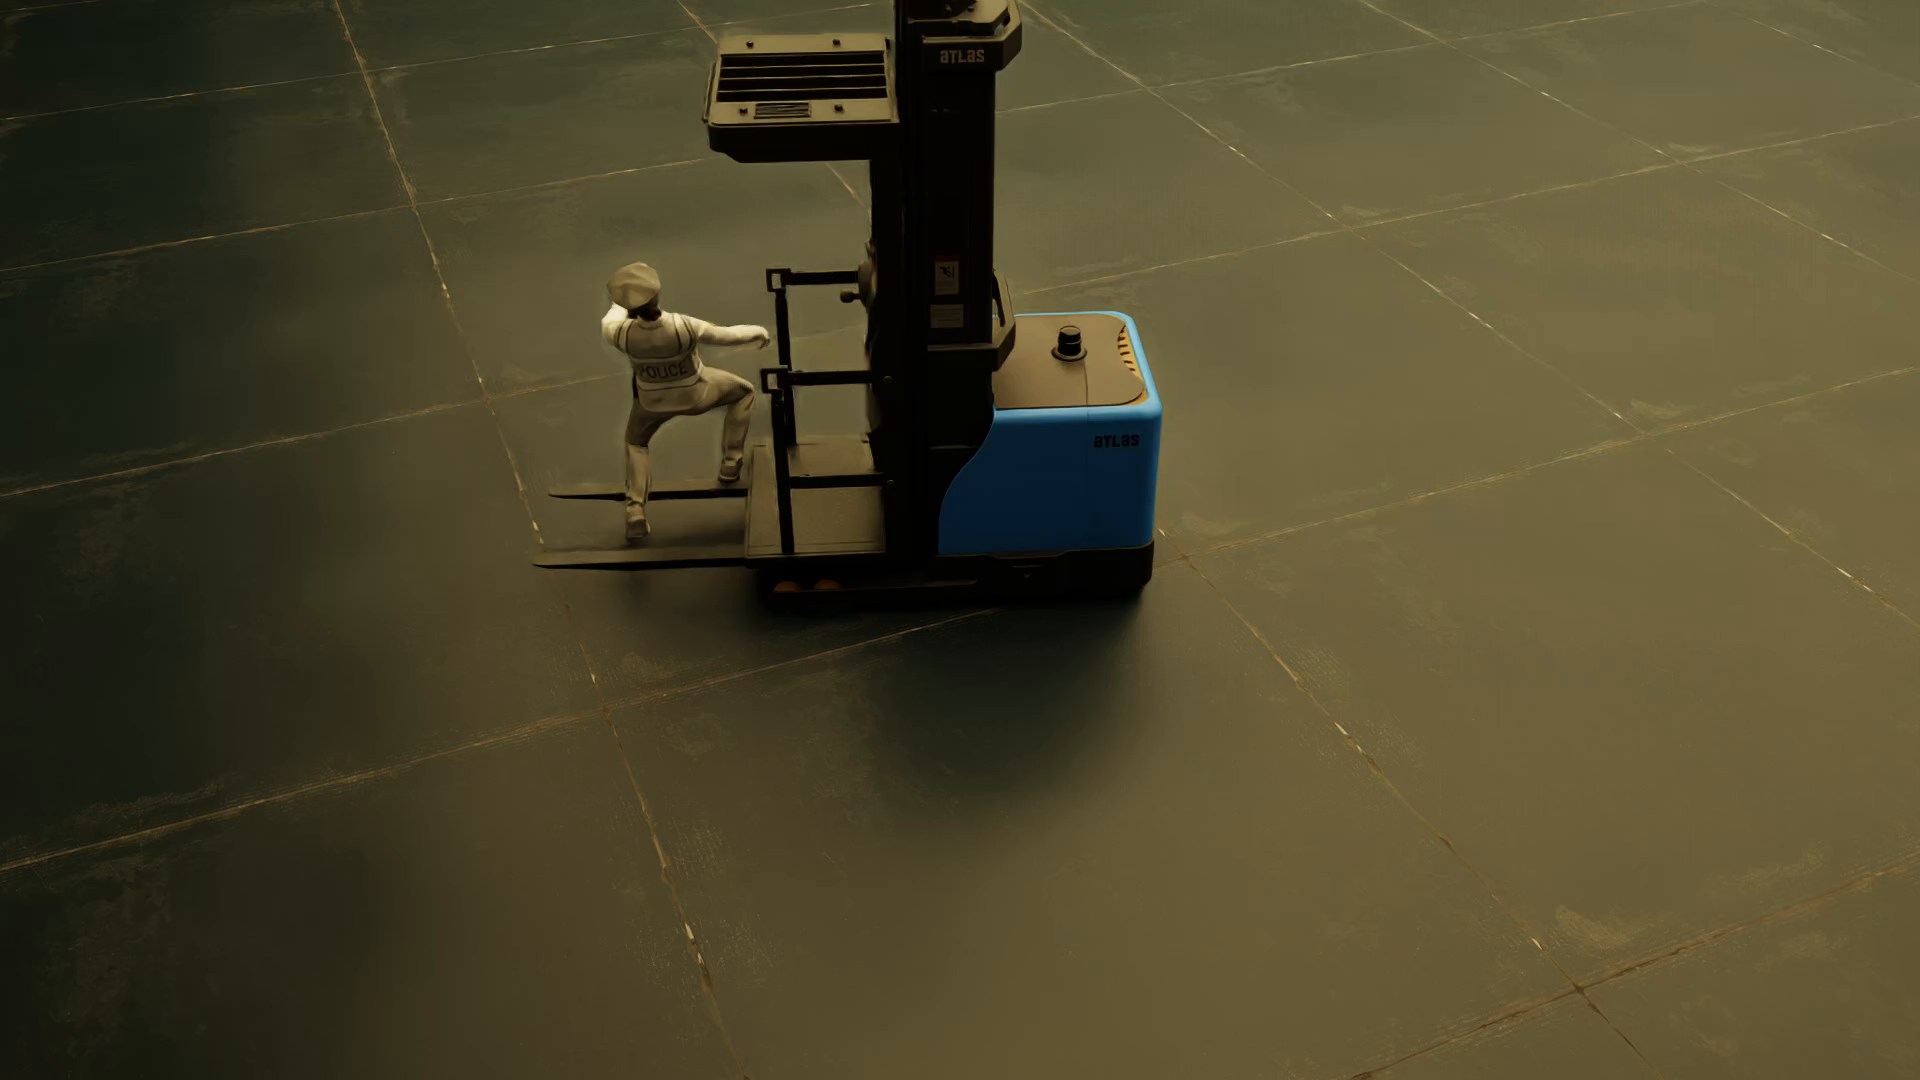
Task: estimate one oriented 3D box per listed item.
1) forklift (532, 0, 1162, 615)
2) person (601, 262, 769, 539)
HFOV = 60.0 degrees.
[{"bbox_3d":[-0.591,-1.147,7.712,3.031,2.935,1.130,-2,35,-3],"label":"forklift"},{"bbox_3d":[-1.360,-0.799,8.397,0.819,1.518,0.819,-4,36,-6],"label":"person"}]
